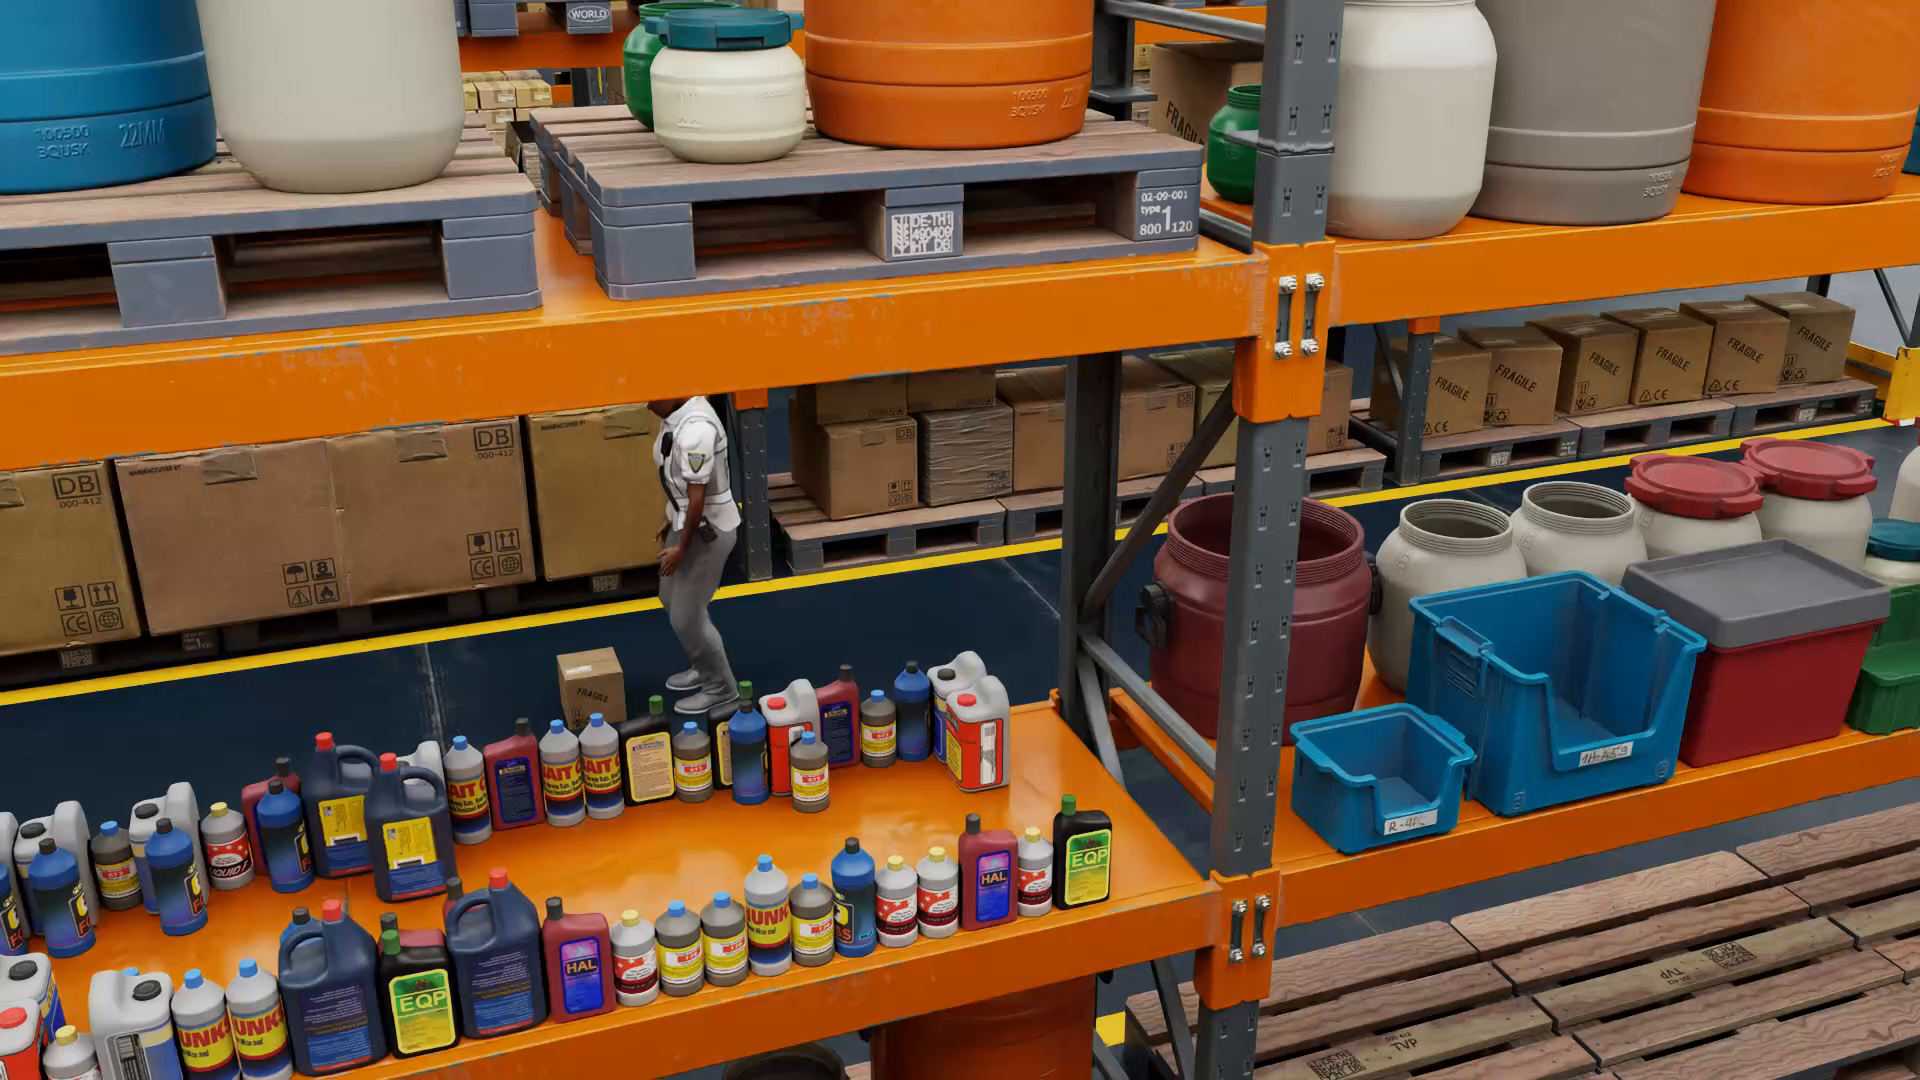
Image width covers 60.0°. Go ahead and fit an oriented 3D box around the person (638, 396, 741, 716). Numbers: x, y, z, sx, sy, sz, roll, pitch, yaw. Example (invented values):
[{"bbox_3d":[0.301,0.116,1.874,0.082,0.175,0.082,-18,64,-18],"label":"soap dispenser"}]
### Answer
[{"bbox_3d":[-1.174,-0.025,7.221,0.440,1.624,0.457,-8,24,-18],"label":"person"}]
